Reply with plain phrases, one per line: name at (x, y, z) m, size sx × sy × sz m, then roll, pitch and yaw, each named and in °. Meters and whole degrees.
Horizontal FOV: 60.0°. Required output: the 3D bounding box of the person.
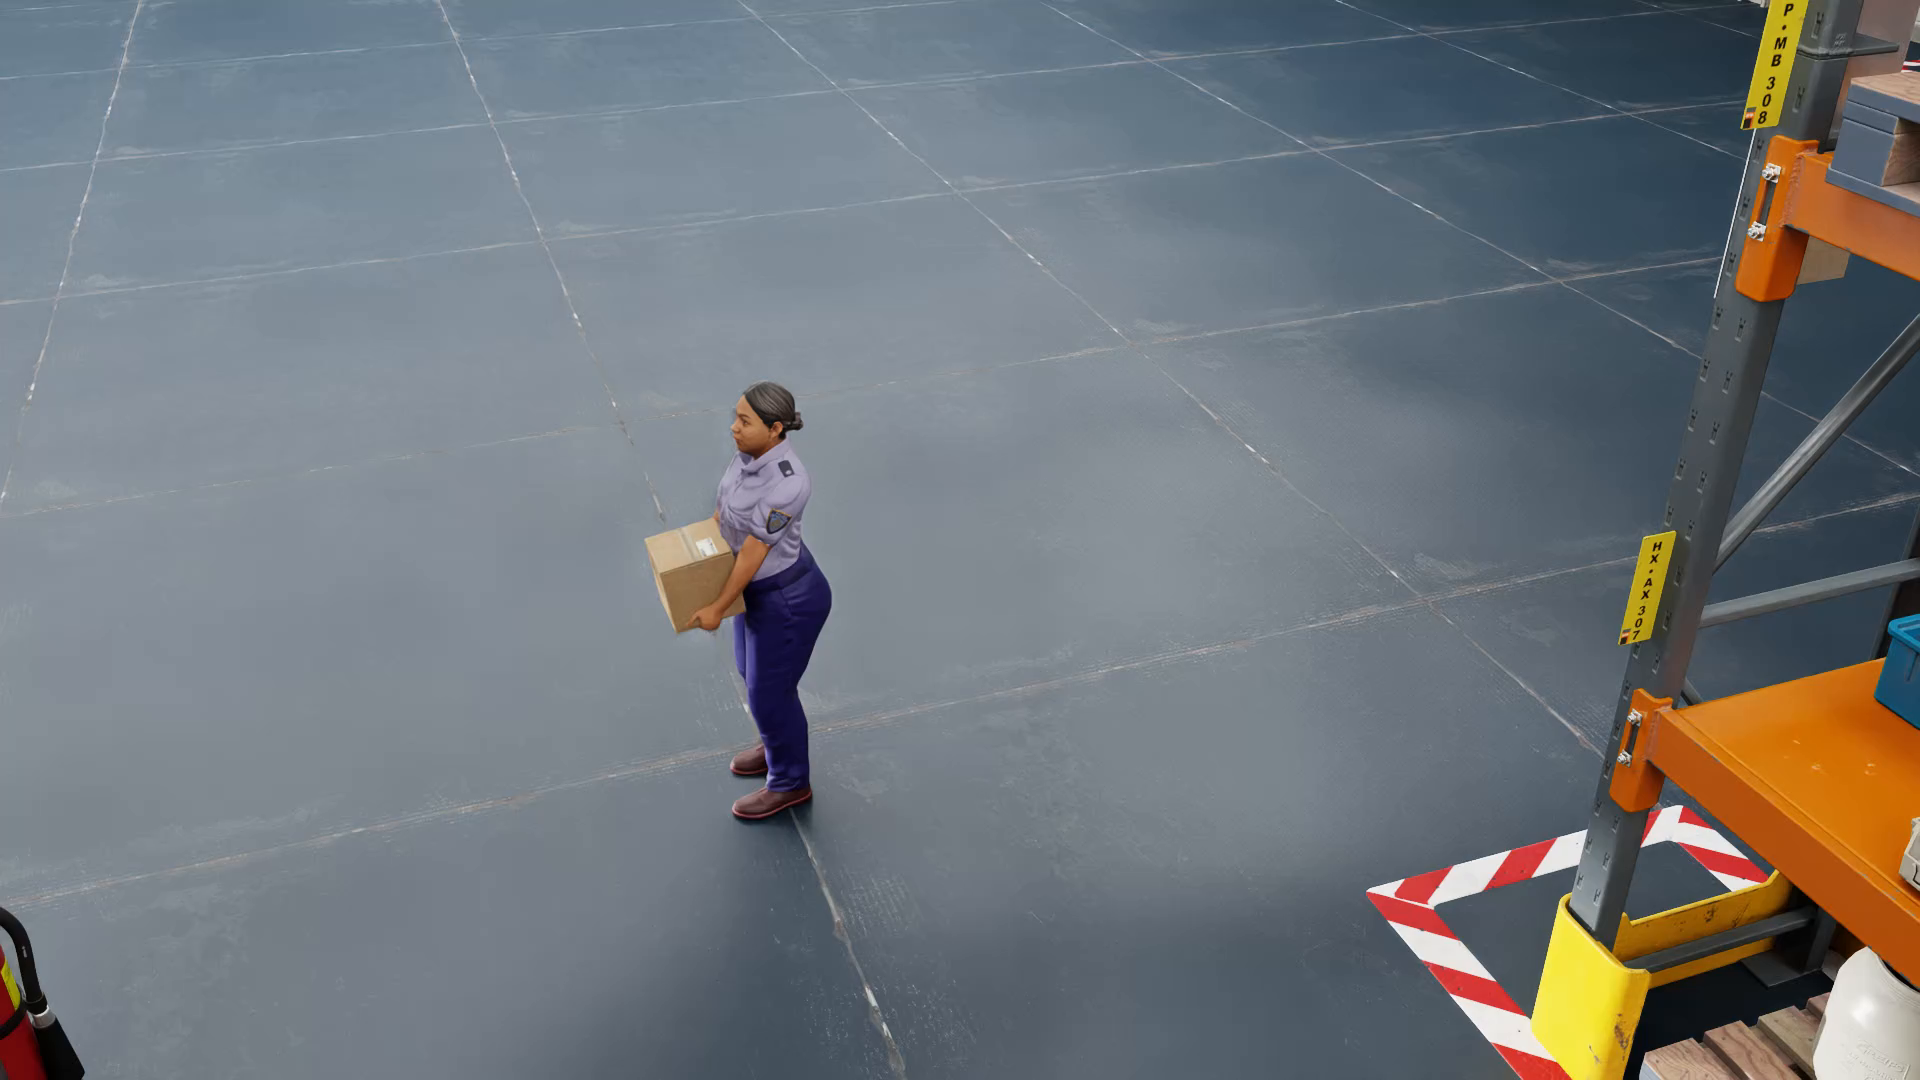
person at (-0.720, 0.214, 5.783) m, size 0.524 × 1.647 × 0.435 m, roll -11°, pitch 32°, yaw -18°
